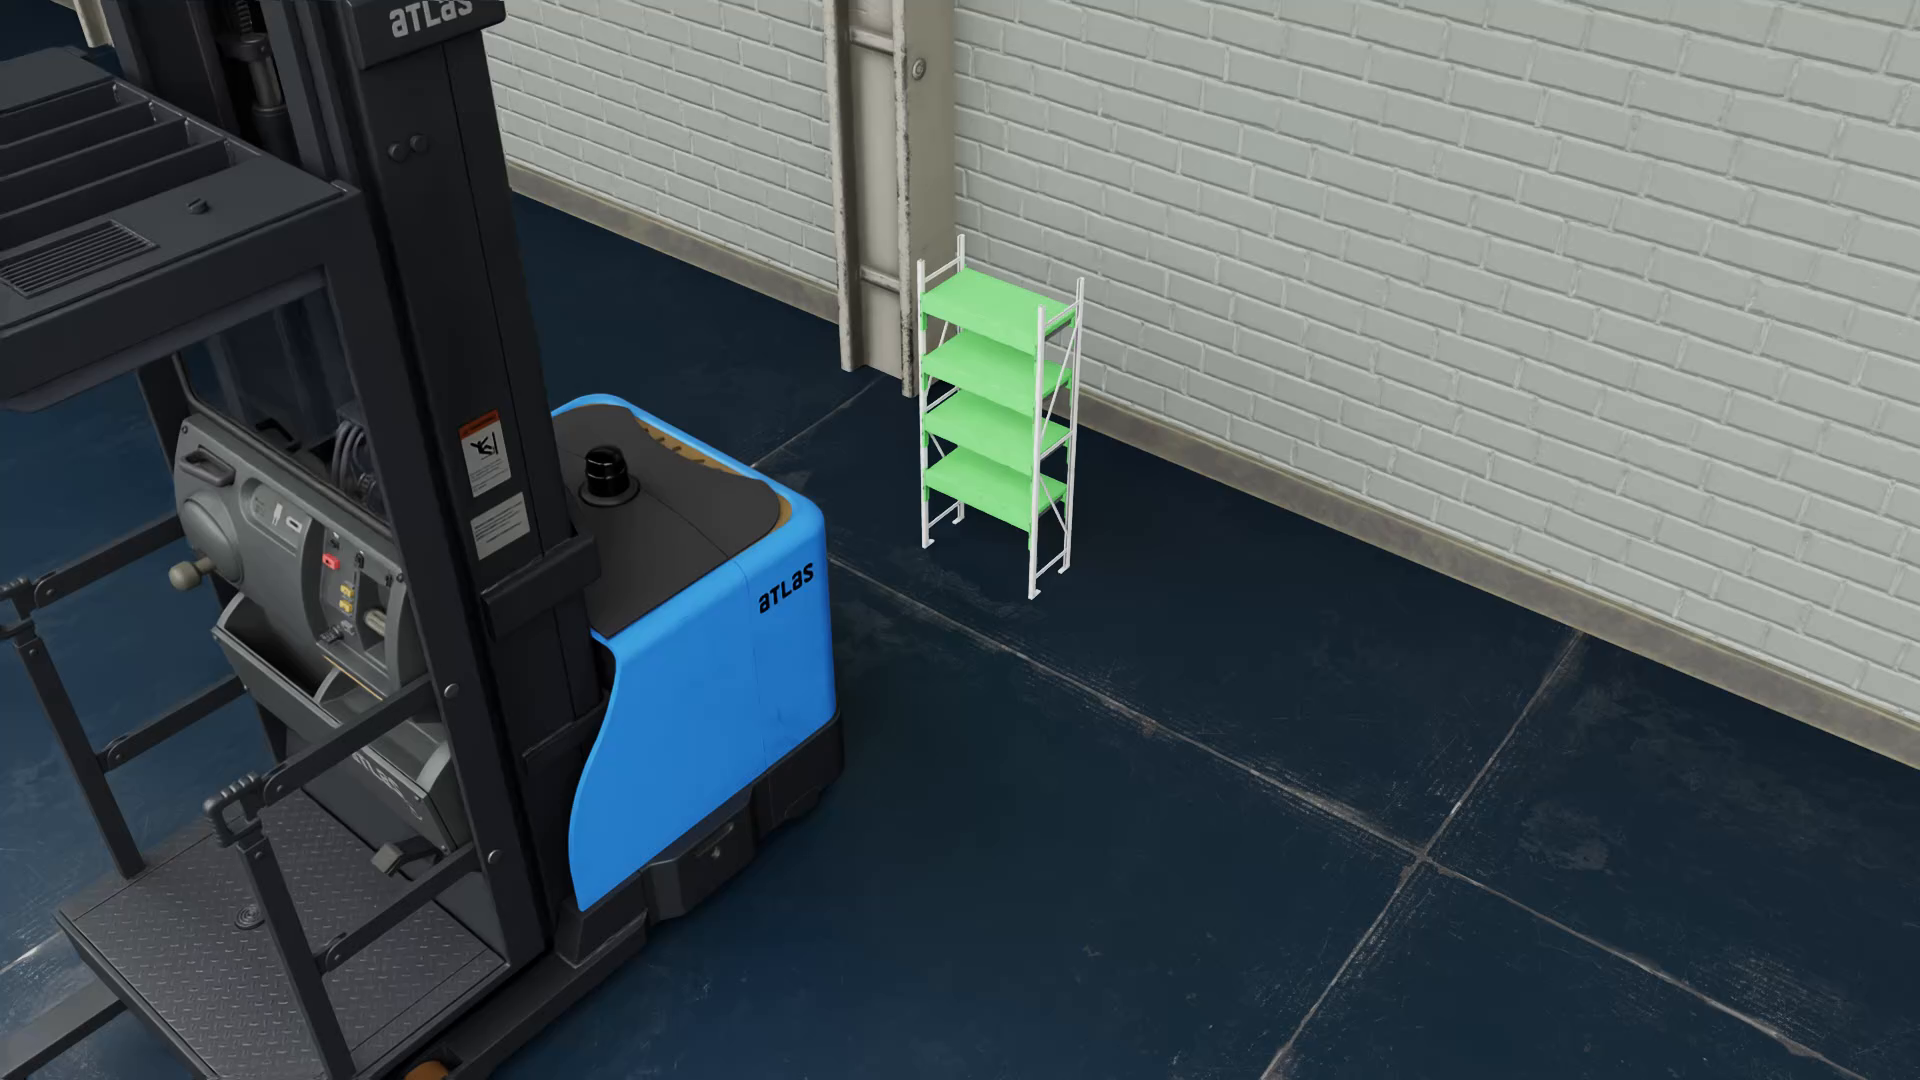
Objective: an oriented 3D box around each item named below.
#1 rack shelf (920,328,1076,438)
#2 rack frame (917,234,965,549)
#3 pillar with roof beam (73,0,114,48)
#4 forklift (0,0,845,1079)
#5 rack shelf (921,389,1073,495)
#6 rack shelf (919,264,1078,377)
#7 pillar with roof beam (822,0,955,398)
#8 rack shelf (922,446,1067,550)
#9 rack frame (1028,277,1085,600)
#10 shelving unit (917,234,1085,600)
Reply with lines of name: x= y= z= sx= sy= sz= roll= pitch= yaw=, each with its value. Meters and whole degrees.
rack shelf: x=0.131 y=-0.549 z=5.692 sx=0.480 sy=0.148 sz=0.258 roll=25 pitch=45 yaw=29
rack frame: x=-0.062 y=-0.502 z=5.918 sx=0.015 sy=1.200 sz=0.240 roll=25 pitch=45 yaw=29
pillar with roof beam: x=-7.648 y=-4.428 z=4.606 sx=0.400 sy=9.000 sz=9.100 roll=25 pitch=45 yaw=29
forklift: x=-1.697 y=0.102 z=3.742 sx=1.130 sy=2.935 sz=3.031 roll=27 pitch=46 yaw=31
rack shelf: x=0.131 y=-0.360 z=5.840 sx=0.480 sy=0.148 sz=0.258 roll=25 pitch=45 yaw=29
rack shelf: x=0.131 y=-0.738 z=5.544 sx=0.480 sy=0.148 sz=0.258 roll=25 pitch=45 yaw=29
pillar with roof beam: x=-2.883 y=-2.181 z=1.736 sx=0.400 sy=9.000 sz=9.100 roll=25 pitch=45 yaw=29
rack shelf: x=0.131 y=-0.171 z=5.988 sx=0.480 sy=0.148 sz=0.258 roll=25 pitch=45 yaw=29
rack frame: x=0.325 y=-0.319 z=5.684 sx=0.015 sy=1.200 sz=0.240 roll=25 pitch=45 yaw=29
shelving unit: x=0.131 y=-0.410 z=5.801 sx=0.503 sy=1.200 sz=0.258 roll=25 pitch=45 yaw=29
